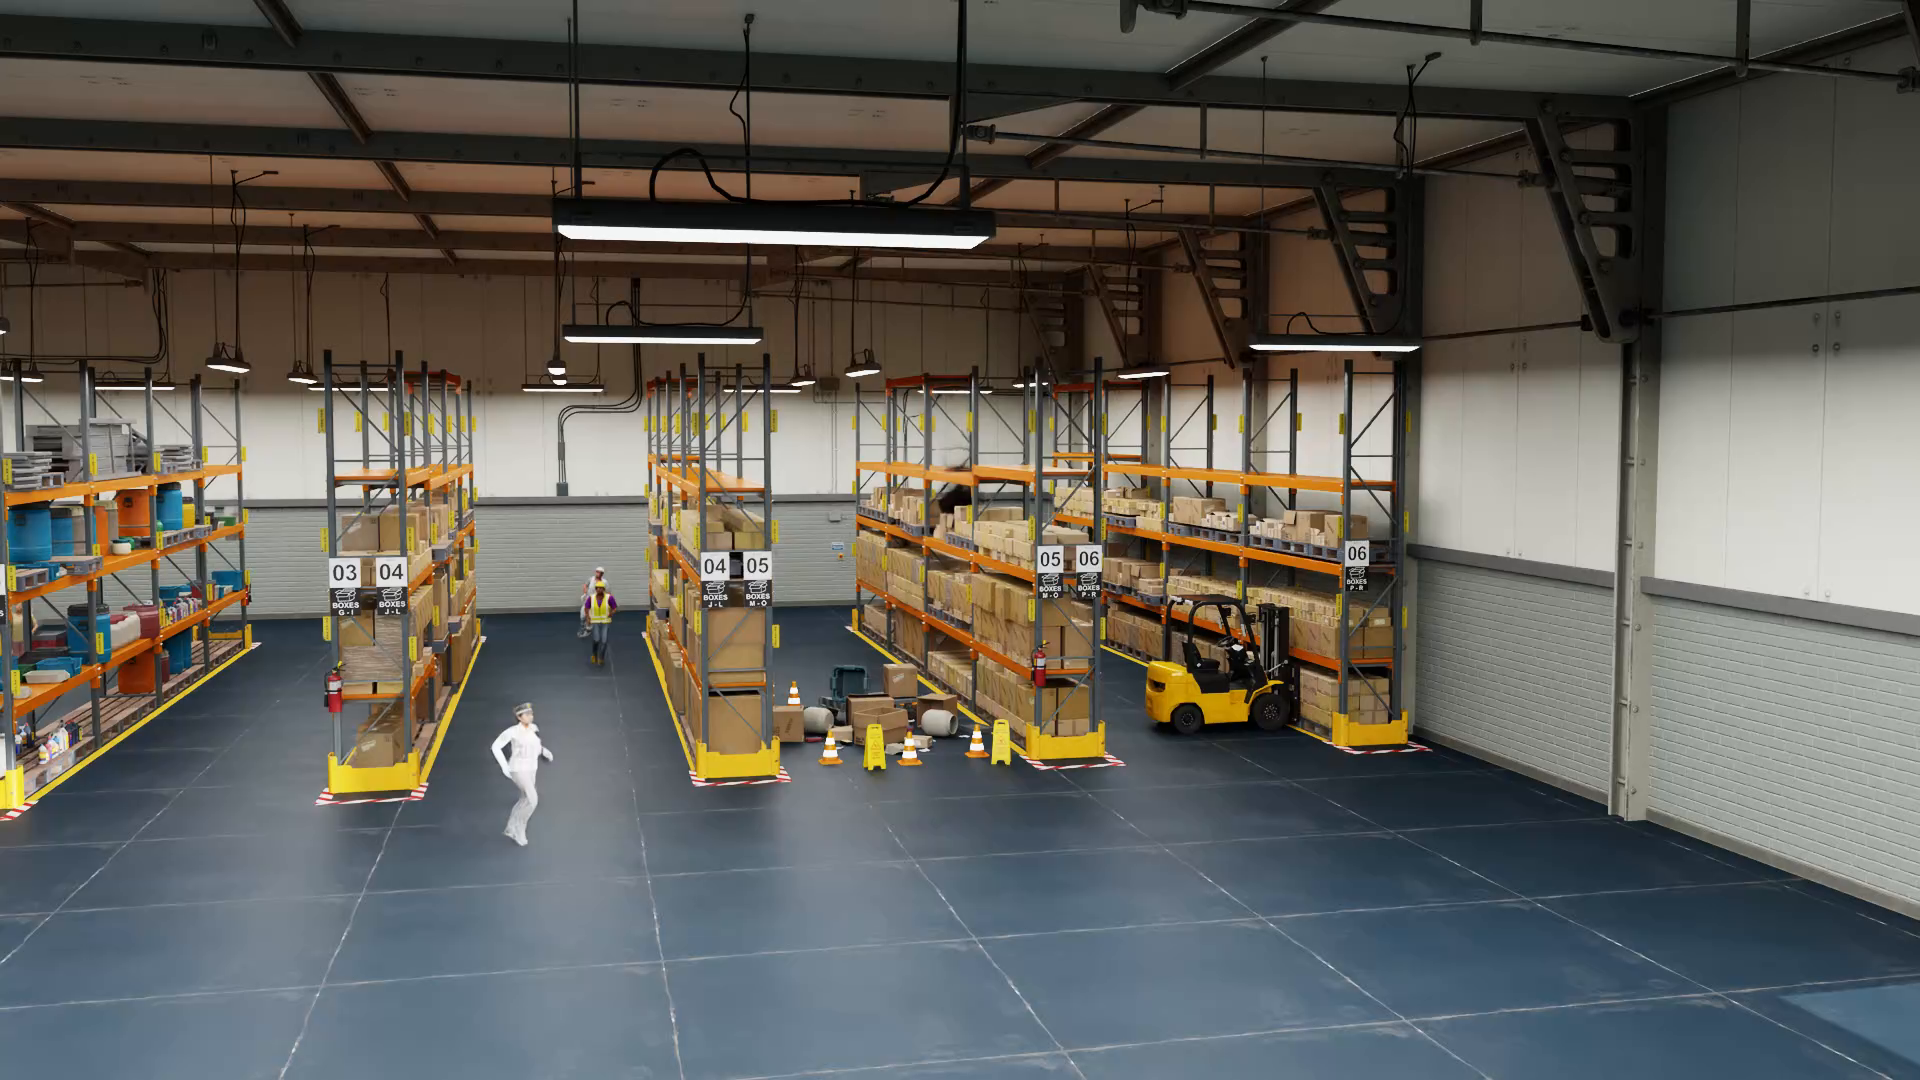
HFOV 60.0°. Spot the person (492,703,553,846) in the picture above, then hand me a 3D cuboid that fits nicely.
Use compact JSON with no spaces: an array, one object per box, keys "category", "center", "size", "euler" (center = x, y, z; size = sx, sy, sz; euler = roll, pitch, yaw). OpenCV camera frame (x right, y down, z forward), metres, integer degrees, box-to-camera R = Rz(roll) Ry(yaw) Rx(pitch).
[{"category":"person","center":[-5.195,2.788,19.891],"size":[0.681,1.711,0.608],"euler":[2,4,25]}]

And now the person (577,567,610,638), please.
[{"category":"person","center":[-8.564,1.461,38.788],"size":[0.830,1.687,0.638],"euler":[0,4,-1]}]

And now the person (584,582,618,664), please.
[{"category":"person","center":[-7.443,1.731,34.495],"size":[0.677,1.729,0.600],"euler":[-1,4,-12]}]

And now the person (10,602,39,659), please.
[{"category":"person","center":[-18.167,1.960,32.197],"size":[0.581,1.631,0.605],"euler":[-2,4,-22]}]
